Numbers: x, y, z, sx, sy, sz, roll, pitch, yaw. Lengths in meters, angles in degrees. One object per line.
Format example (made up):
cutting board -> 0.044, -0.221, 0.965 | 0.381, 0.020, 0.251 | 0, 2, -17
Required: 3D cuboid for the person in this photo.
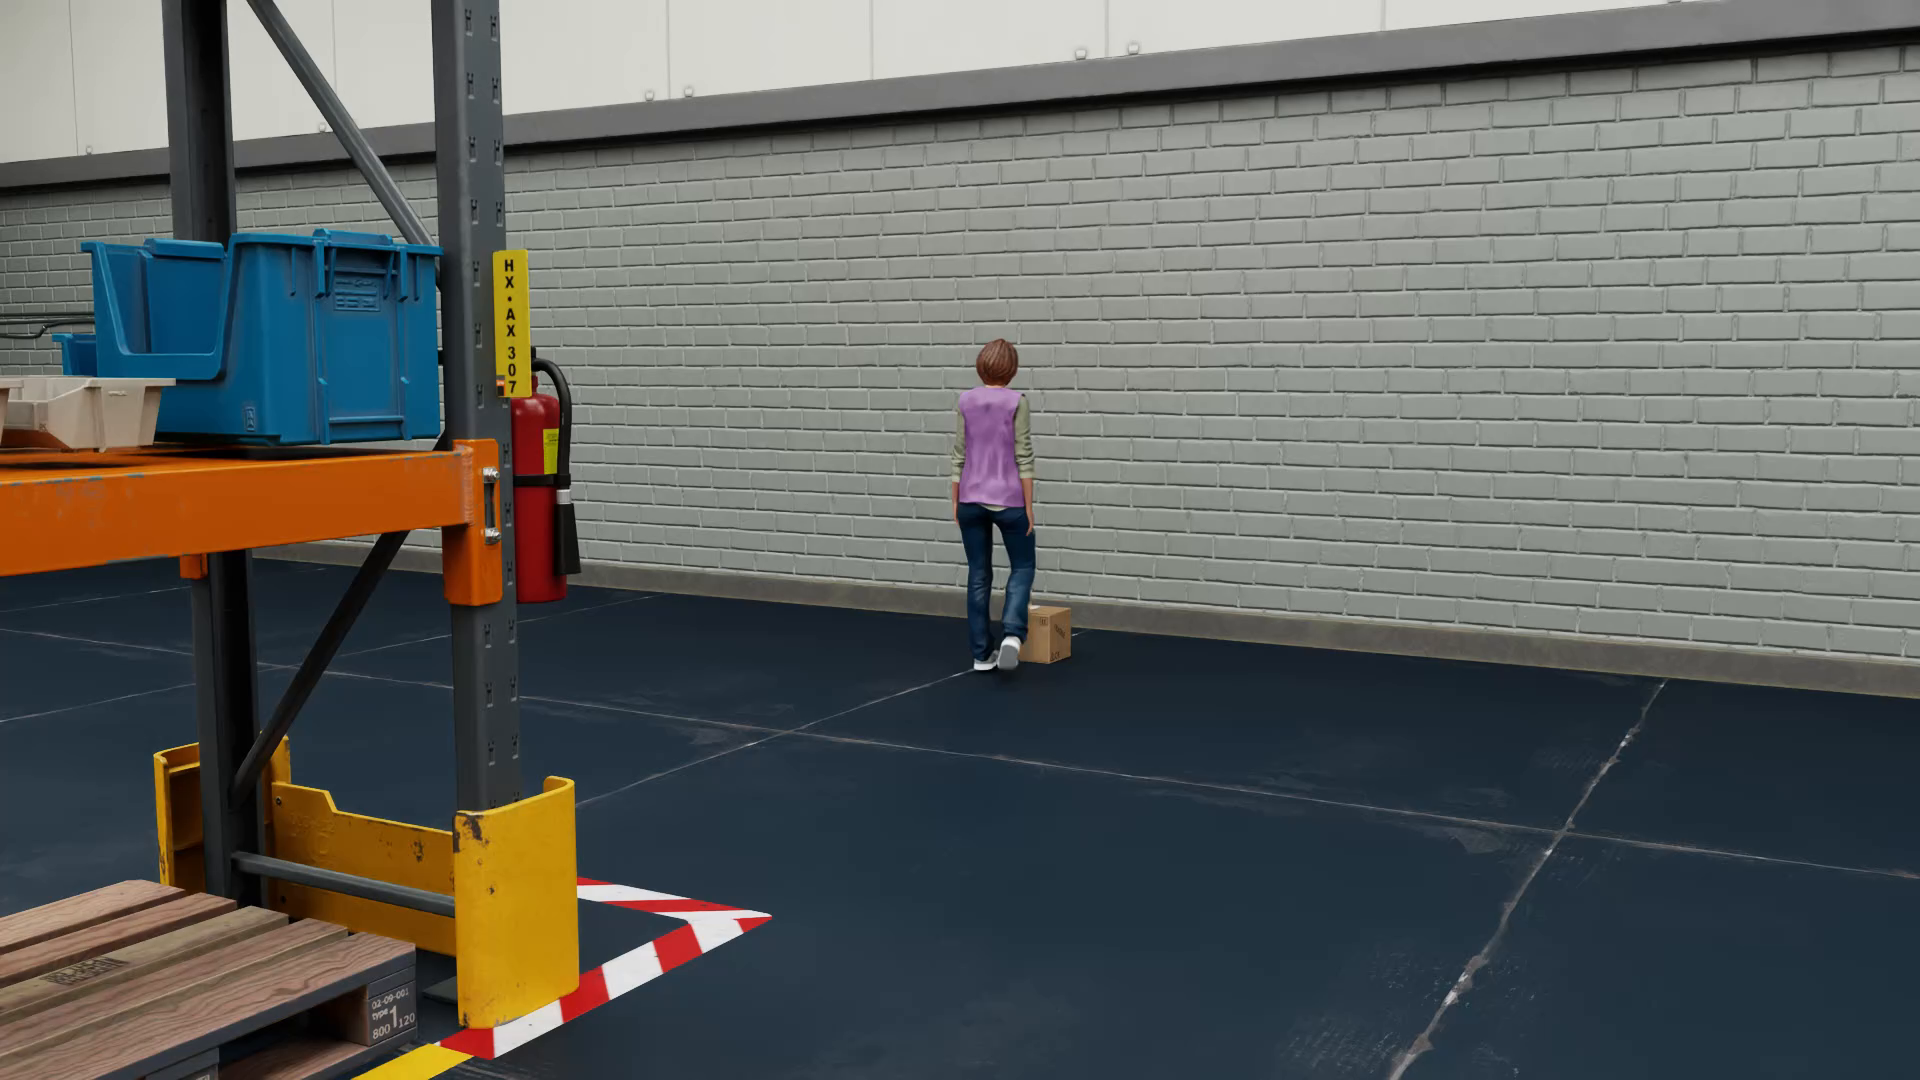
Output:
person -> 0.159, -0.159, 7.929 | 0.431, 1.593, 0.466 | 2, 6, 18
